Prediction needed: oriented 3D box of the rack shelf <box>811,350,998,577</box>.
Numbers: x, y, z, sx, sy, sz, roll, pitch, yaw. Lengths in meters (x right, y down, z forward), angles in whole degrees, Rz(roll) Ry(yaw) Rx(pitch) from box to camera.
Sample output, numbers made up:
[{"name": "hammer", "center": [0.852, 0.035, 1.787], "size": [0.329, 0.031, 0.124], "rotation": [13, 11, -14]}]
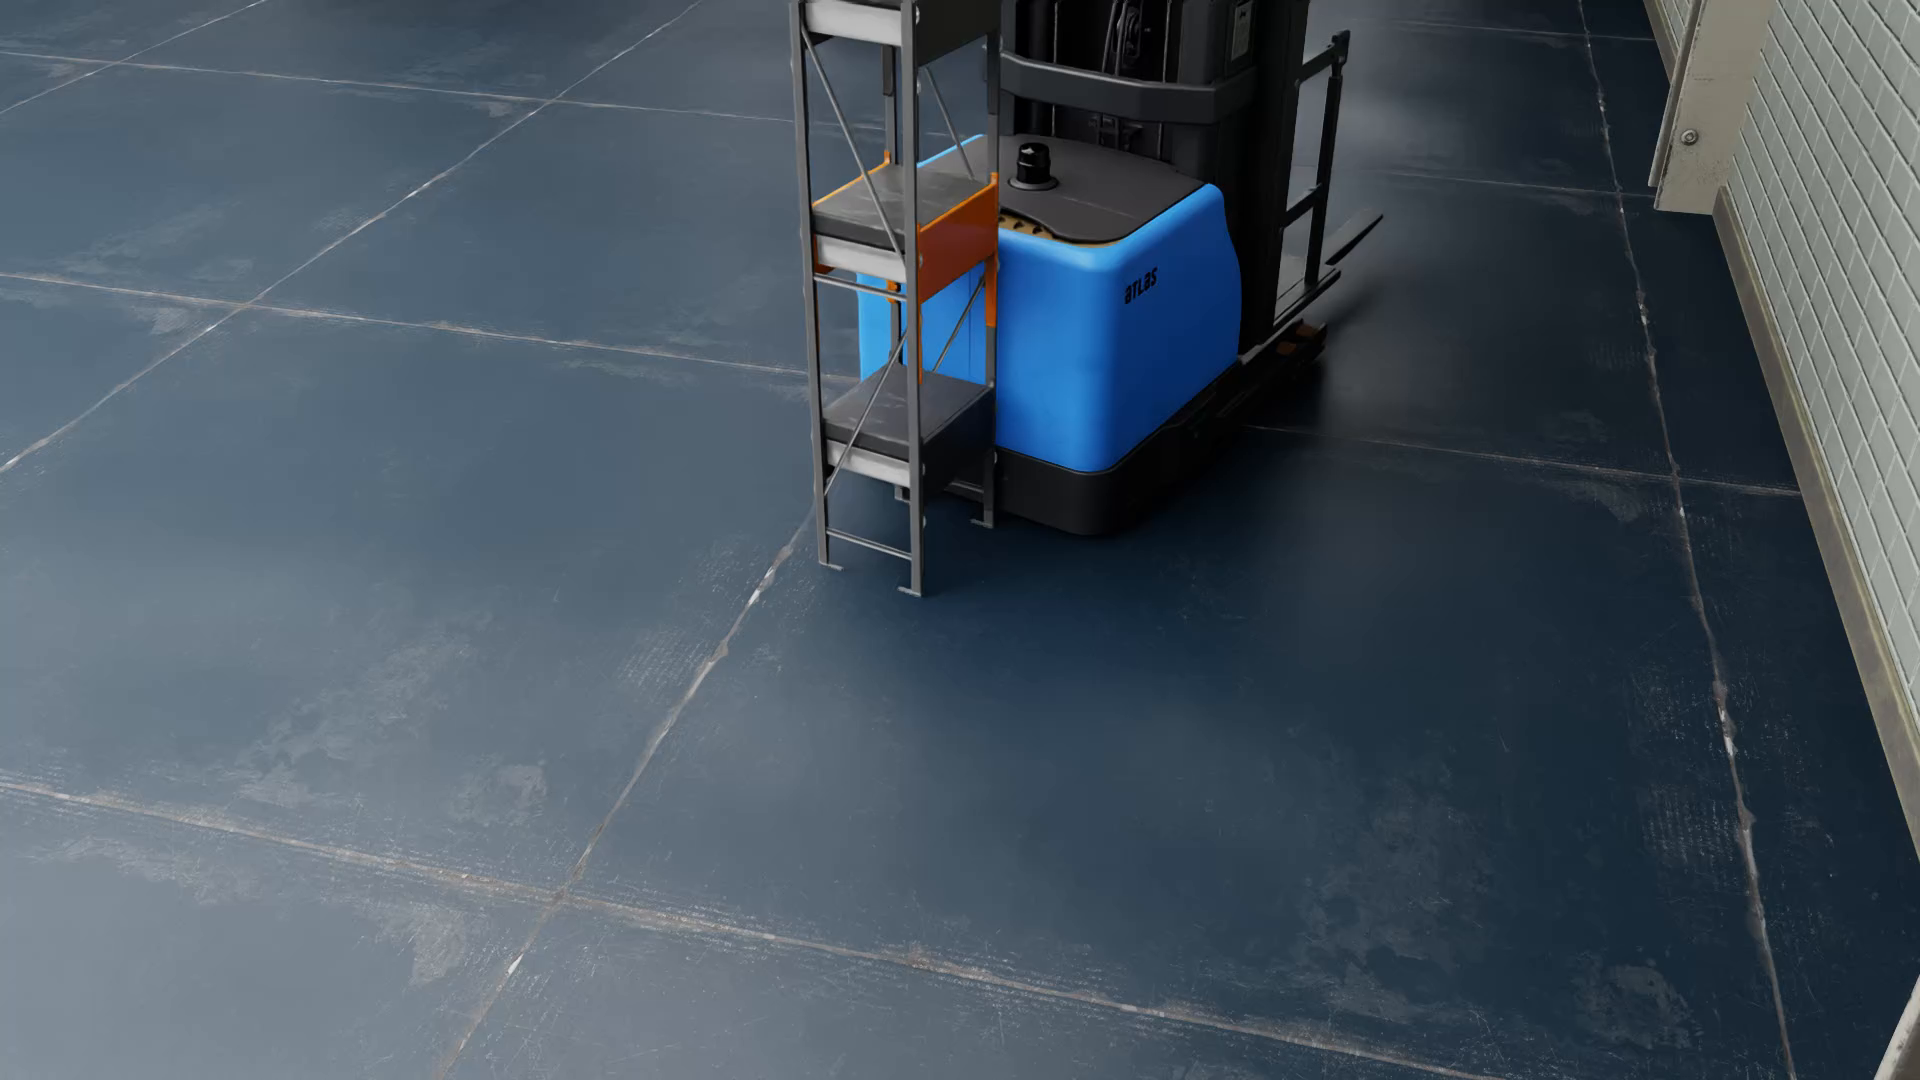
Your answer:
[{"name": "rack shelf", "center": [-0.178, -0.263, 5.536], "size": [0.431, 0.518, 0.480], "rotation": [17, 36, 25]}]

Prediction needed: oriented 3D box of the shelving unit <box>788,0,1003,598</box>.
[{"name": "shelving unit", "center": [-0.178, -0.865, 5.153], "size": [0.431, 2.100, 0.503], "rotation": [17, 36, 25]}]

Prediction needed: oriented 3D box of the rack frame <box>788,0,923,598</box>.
[{"name": "rack frame", "center": [-0.299, -0.751, 4.974], "size": [0.400, 2.100, 0.015], "rotation": [17, 36, 25]}]

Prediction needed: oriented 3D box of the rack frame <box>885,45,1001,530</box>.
[{"name": "rack frame", "center": [-0.057, -0.979, 5.332], "size": [0.400, 2.100, 0.015], "rotation": [17, 36, 25]}]

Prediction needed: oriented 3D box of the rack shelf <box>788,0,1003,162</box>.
[{"name": "rack shelf", "center": [-0.178, -1.444, 4.785], "size": [0.431, 0.518, 0.480], "rotation": [17, 36, 25]}]

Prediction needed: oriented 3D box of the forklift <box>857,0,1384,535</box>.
[{"name": "forklift", "center": [0.860, -2.001, 6.166], "size": [1.130, 2.935, 3.031], "rotation": [19, 37, 28]}]

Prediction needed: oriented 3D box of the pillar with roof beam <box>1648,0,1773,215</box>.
[{"name": "pillar with roof beam", "center": [-0.471, -6.127, 7.000], "size": [9.100, 9.000, 0.400], "rotation": [8, 33, 12]}]

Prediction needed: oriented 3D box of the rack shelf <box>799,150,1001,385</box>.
[{"name": "rack shelf", "center": [-0.178, -0.853, 5.161], "size": [0.431, 0.518, 0.480], "rotation": [17, 36, 25]}]
